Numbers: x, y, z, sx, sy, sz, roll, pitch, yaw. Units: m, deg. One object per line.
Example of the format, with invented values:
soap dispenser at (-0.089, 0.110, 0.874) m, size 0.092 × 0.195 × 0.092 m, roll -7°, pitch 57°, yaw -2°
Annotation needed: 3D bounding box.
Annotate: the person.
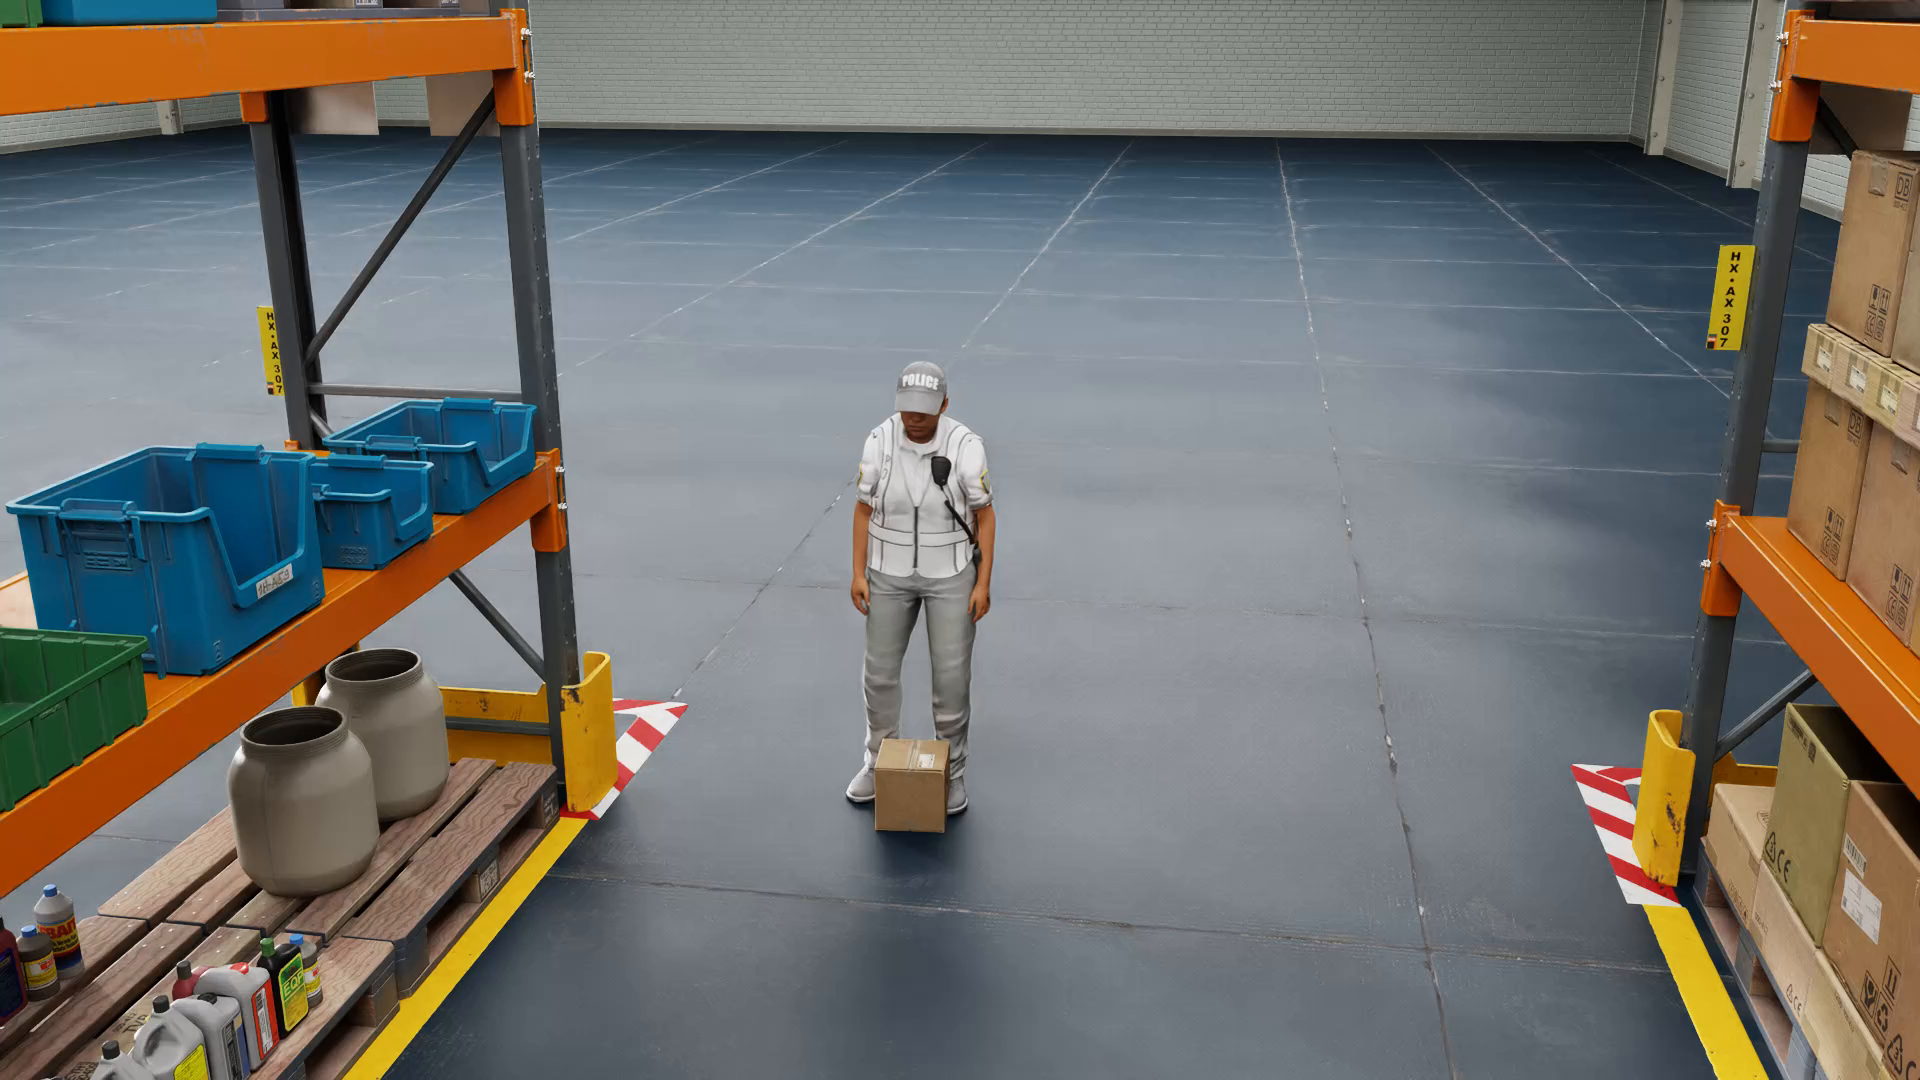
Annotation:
person at (-0.146, 0.155, 6.066) m, size 0.538 × 1.666 × 0.465 m, roll 3°, pitch 18°, yaw 9°
